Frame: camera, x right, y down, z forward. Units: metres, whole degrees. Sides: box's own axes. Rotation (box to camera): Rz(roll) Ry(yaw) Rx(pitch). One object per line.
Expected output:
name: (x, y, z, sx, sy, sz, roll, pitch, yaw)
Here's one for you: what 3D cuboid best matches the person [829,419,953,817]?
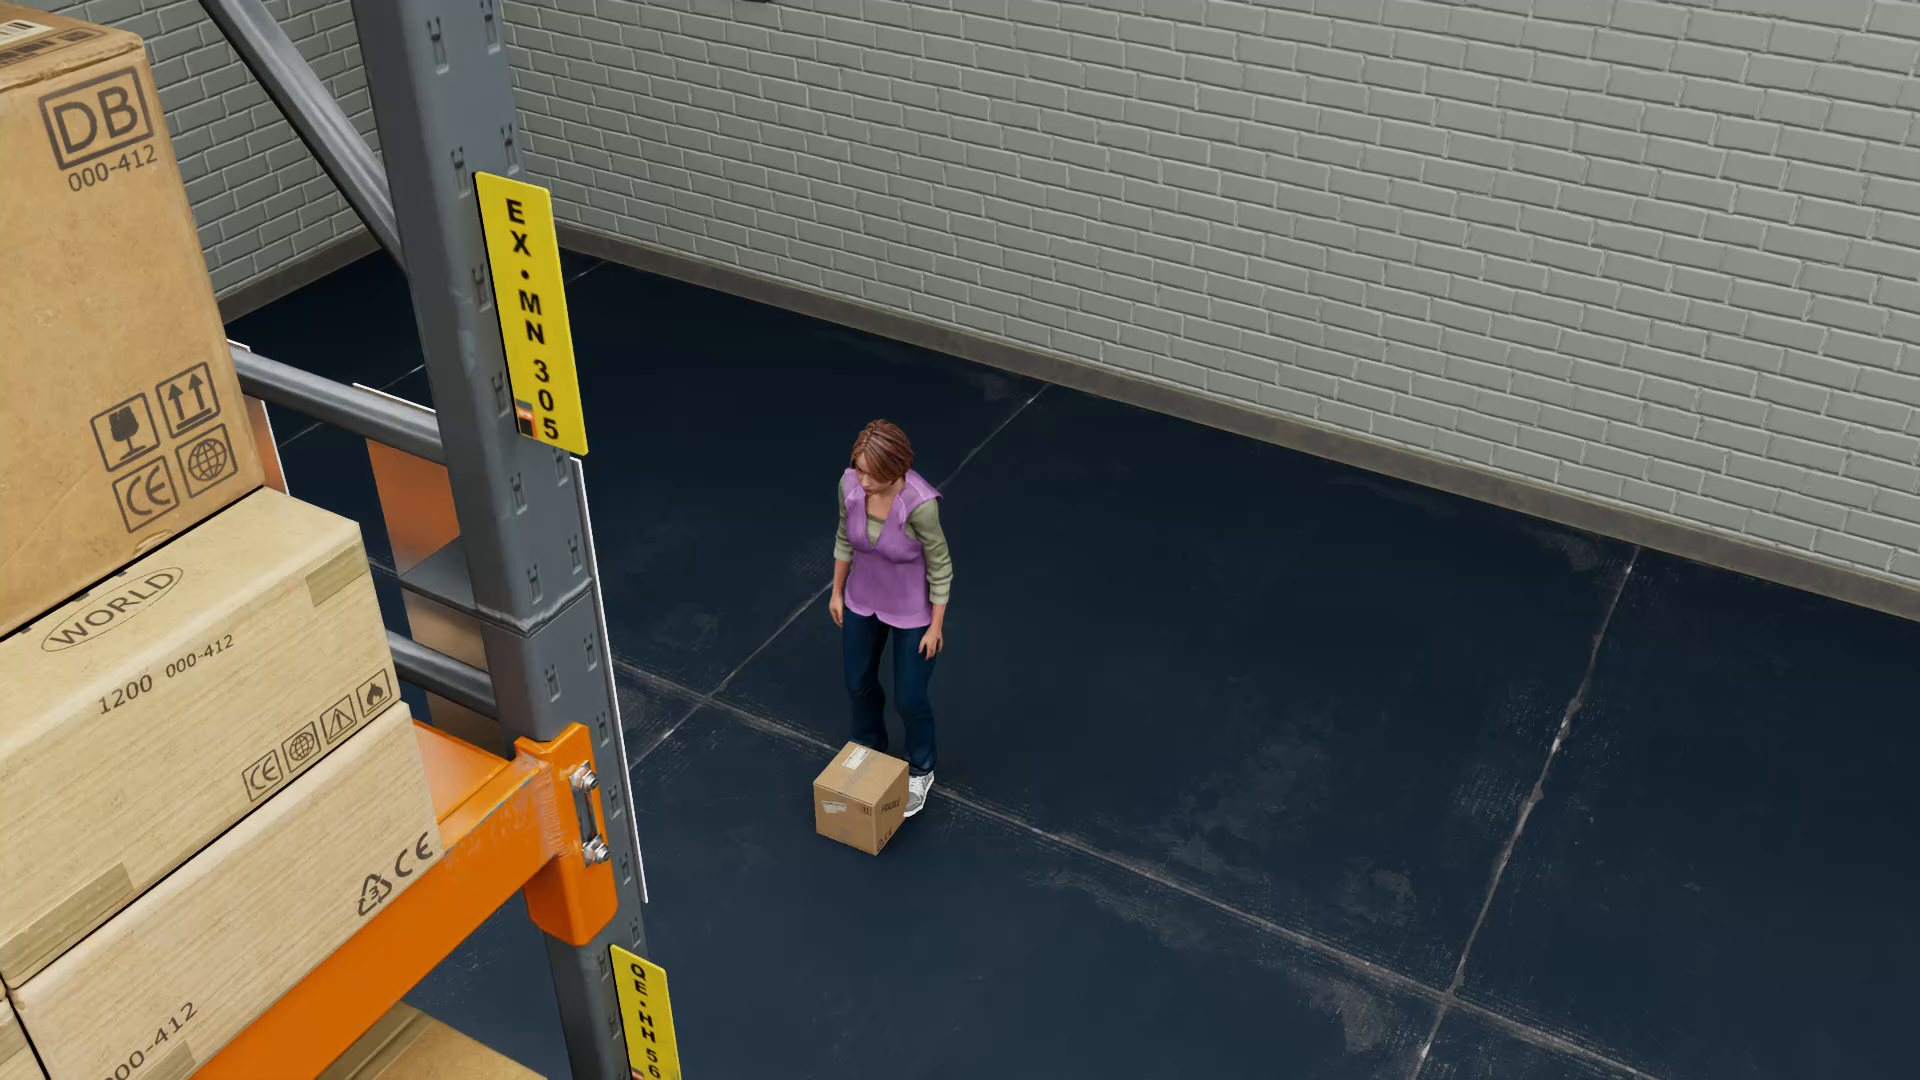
person: (-0.243, 0.254, 5.785, 0.459, 1.593, 0.345, 17, 38, 23)
